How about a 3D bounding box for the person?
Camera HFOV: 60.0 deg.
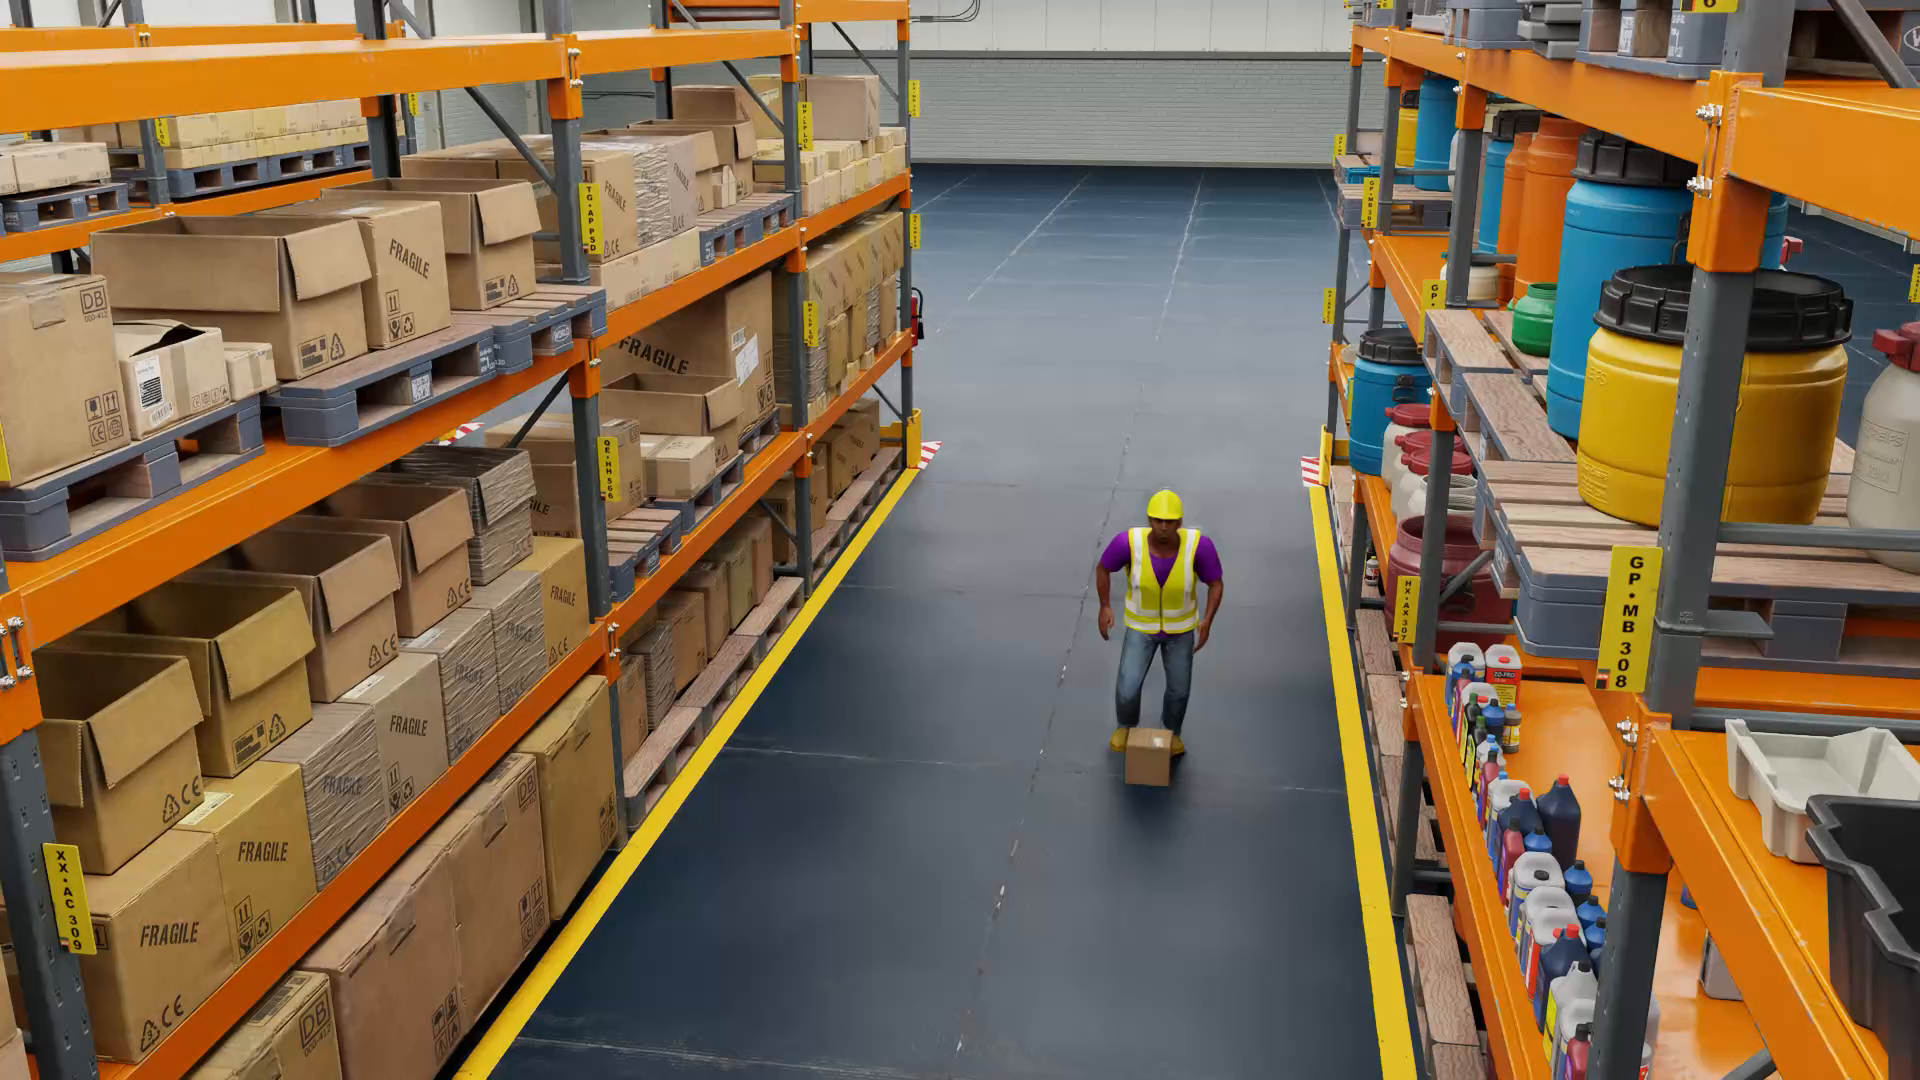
[{"bbox_3d":[1.141,0.491,9.599,0.725,1.691,0.635,1,18,4],"label":"person"}]
